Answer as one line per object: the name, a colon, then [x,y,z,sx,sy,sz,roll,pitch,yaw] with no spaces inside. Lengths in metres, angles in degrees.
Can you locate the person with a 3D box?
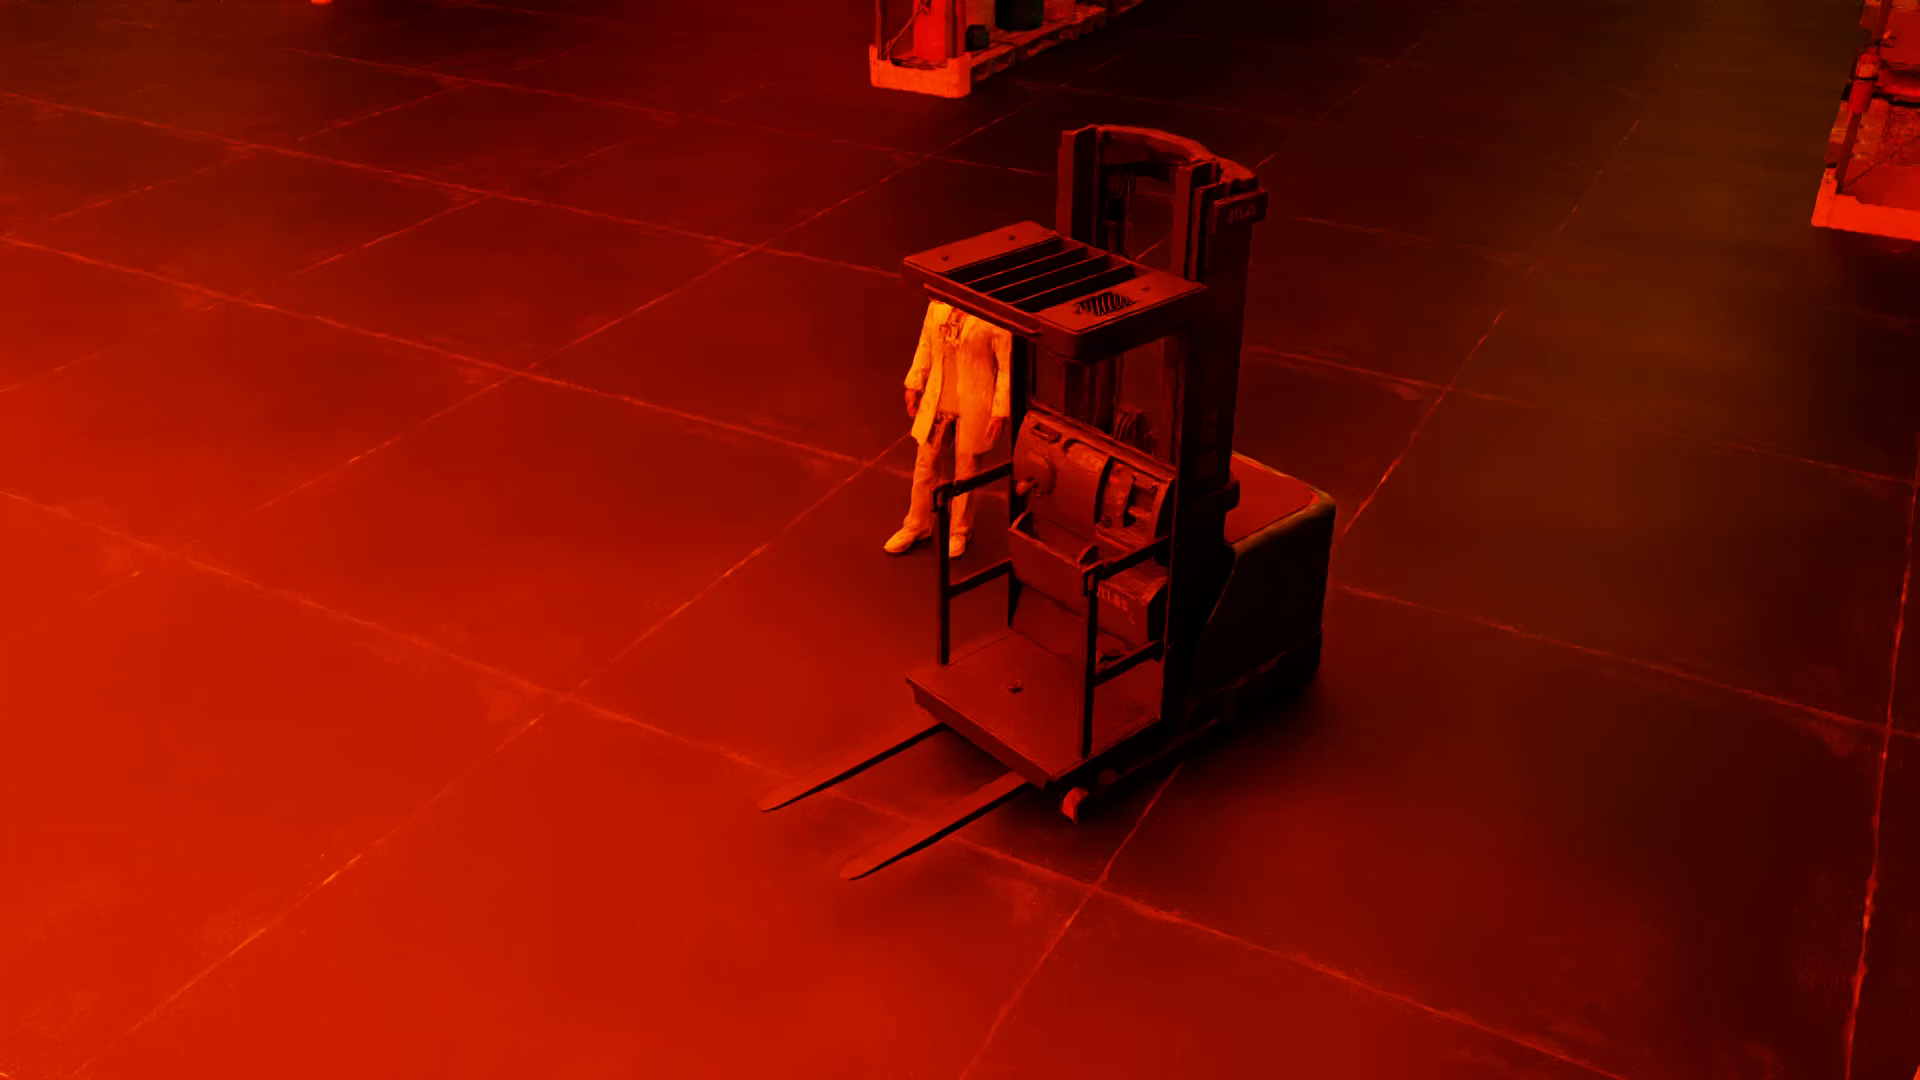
person: [-0.048,-0.737,9.488,0.694,1.776,0.579,15,33,25]

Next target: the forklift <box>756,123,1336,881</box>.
forklift: [0.439,-0.254,7.511,3.031,2.935,1.130,-24,37,-35]
